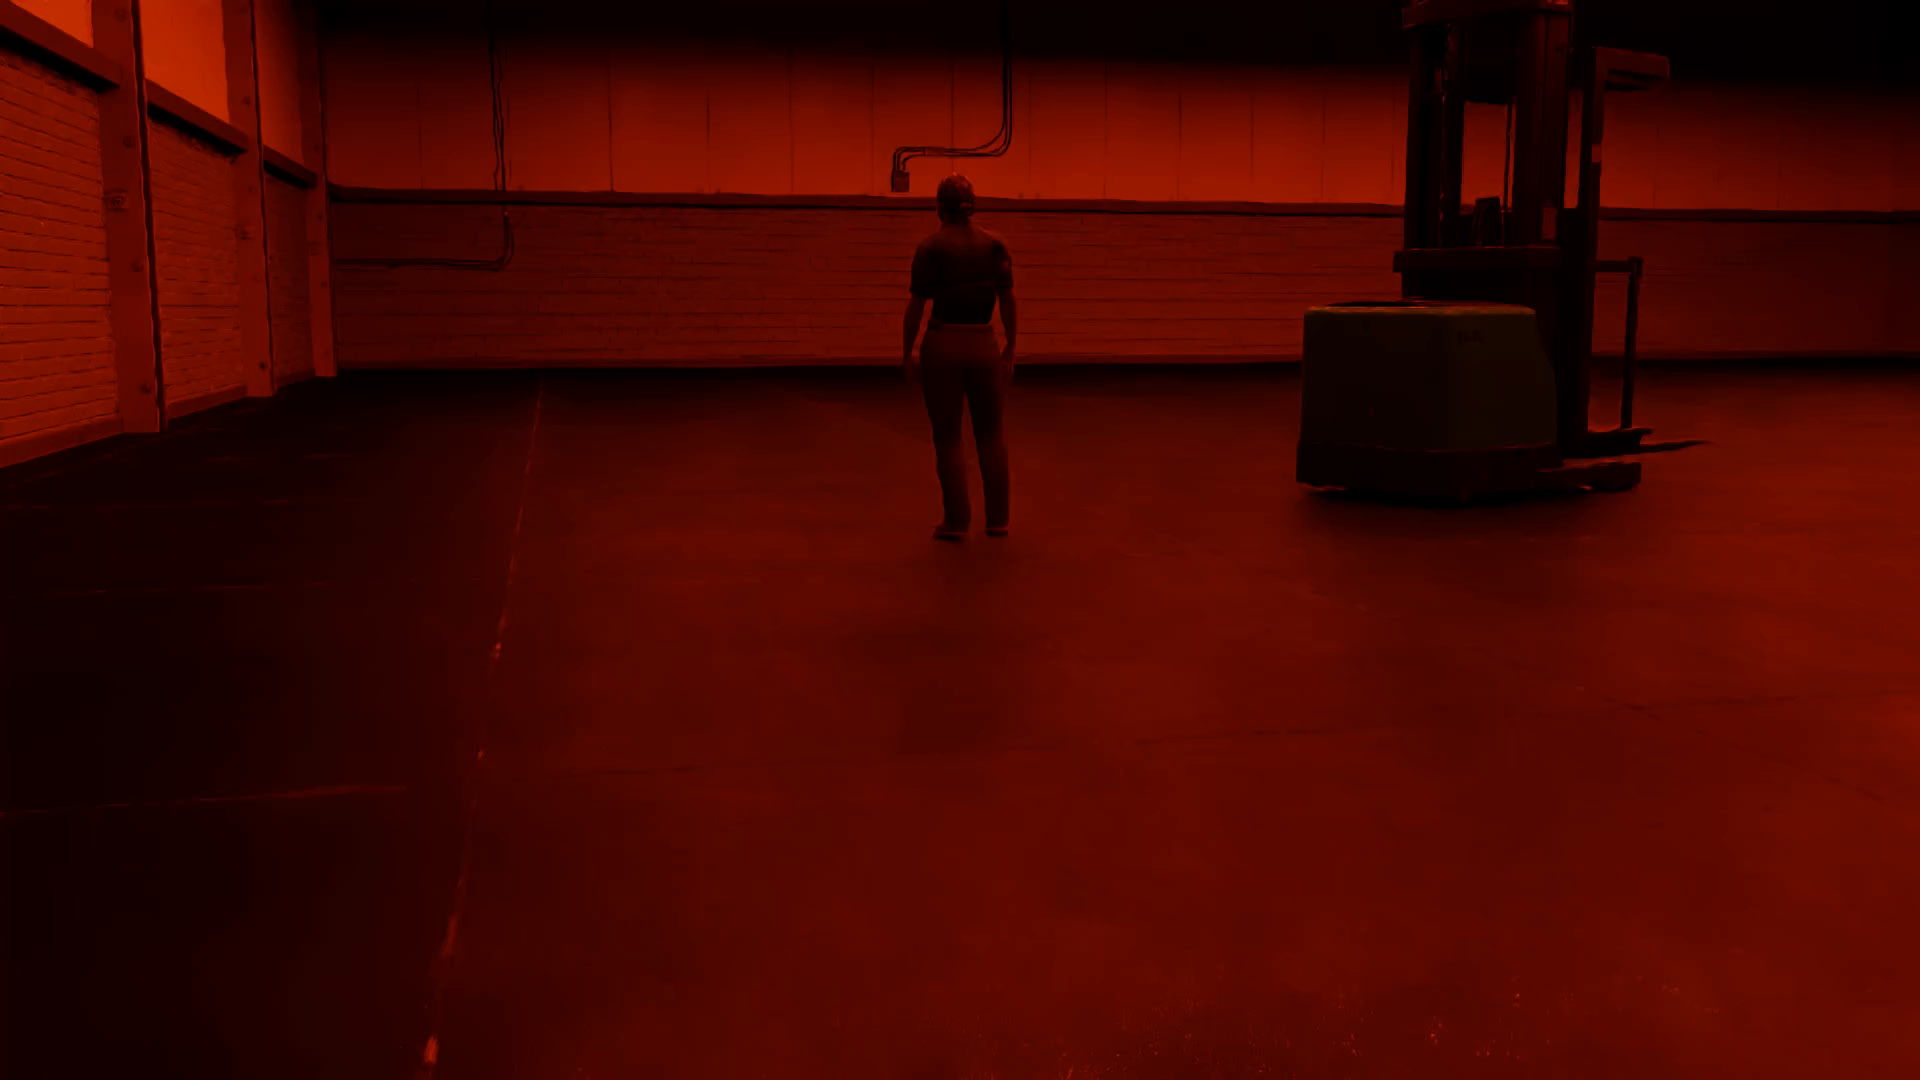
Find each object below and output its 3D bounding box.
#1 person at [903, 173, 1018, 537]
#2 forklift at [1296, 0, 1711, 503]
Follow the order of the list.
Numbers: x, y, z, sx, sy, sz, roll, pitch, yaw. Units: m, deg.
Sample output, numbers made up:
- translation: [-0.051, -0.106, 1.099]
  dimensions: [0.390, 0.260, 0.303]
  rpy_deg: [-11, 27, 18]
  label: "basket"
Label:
- translation: [-0.002, -0.839, 7.680]
  dimensions: [0.570, 1.654, 0.503]
  rpy_deg: [-2, 8, -13]
  label: "person"
- translation: [3.431, -1.790, 9.917]
  dimensions: [3.031, 2.935, 1.130]
  rpy_deg: [-6, 10, -36]
  label: "forklift"
